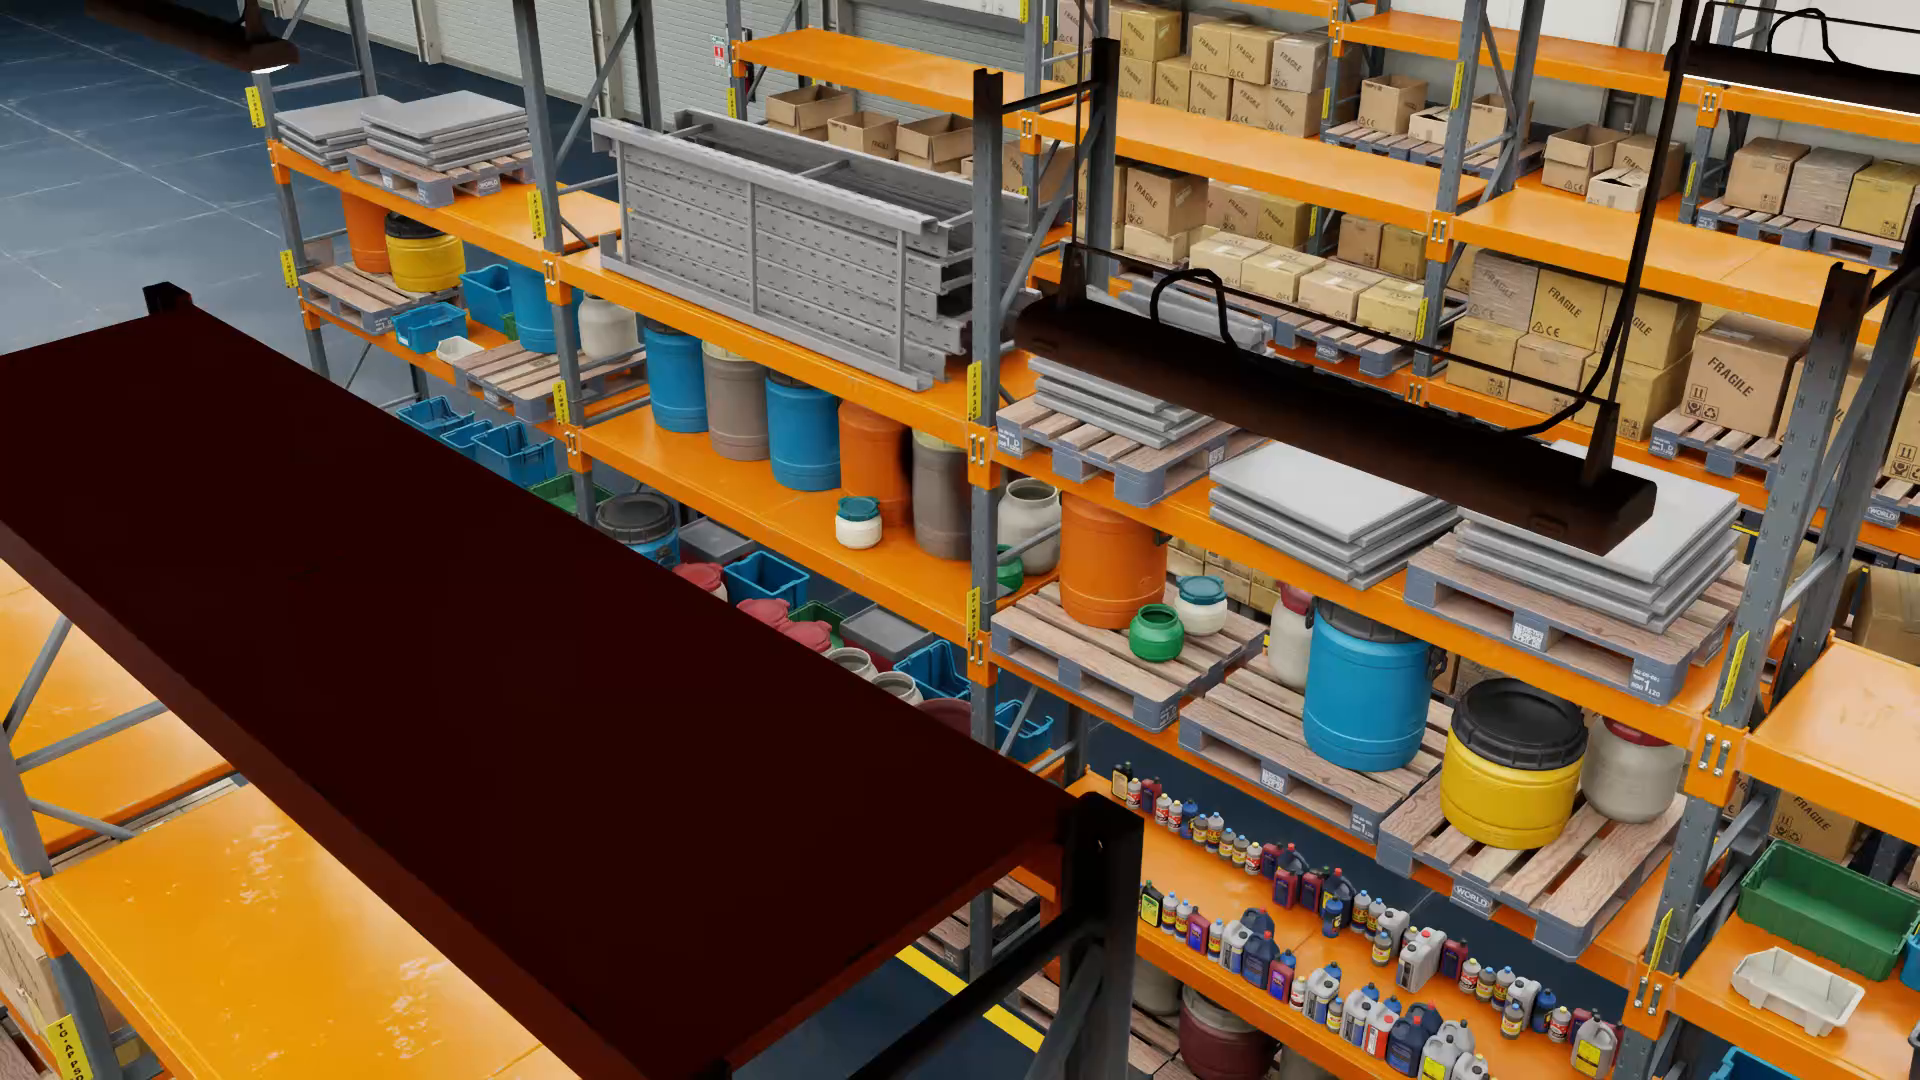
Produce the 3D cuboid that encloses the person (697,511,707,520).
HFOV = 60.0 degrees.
[{"bbox_3d":[-2.367,-0.290,15.080,0.442,1.662,0.498,-23,37,-35],"label":"person"}]

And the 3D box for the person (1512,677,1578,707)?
[{"bbox_3d":[4.031,1.381,11.869,0.517,1.802,0.589,-23,37,-35],"label":"person"}]
